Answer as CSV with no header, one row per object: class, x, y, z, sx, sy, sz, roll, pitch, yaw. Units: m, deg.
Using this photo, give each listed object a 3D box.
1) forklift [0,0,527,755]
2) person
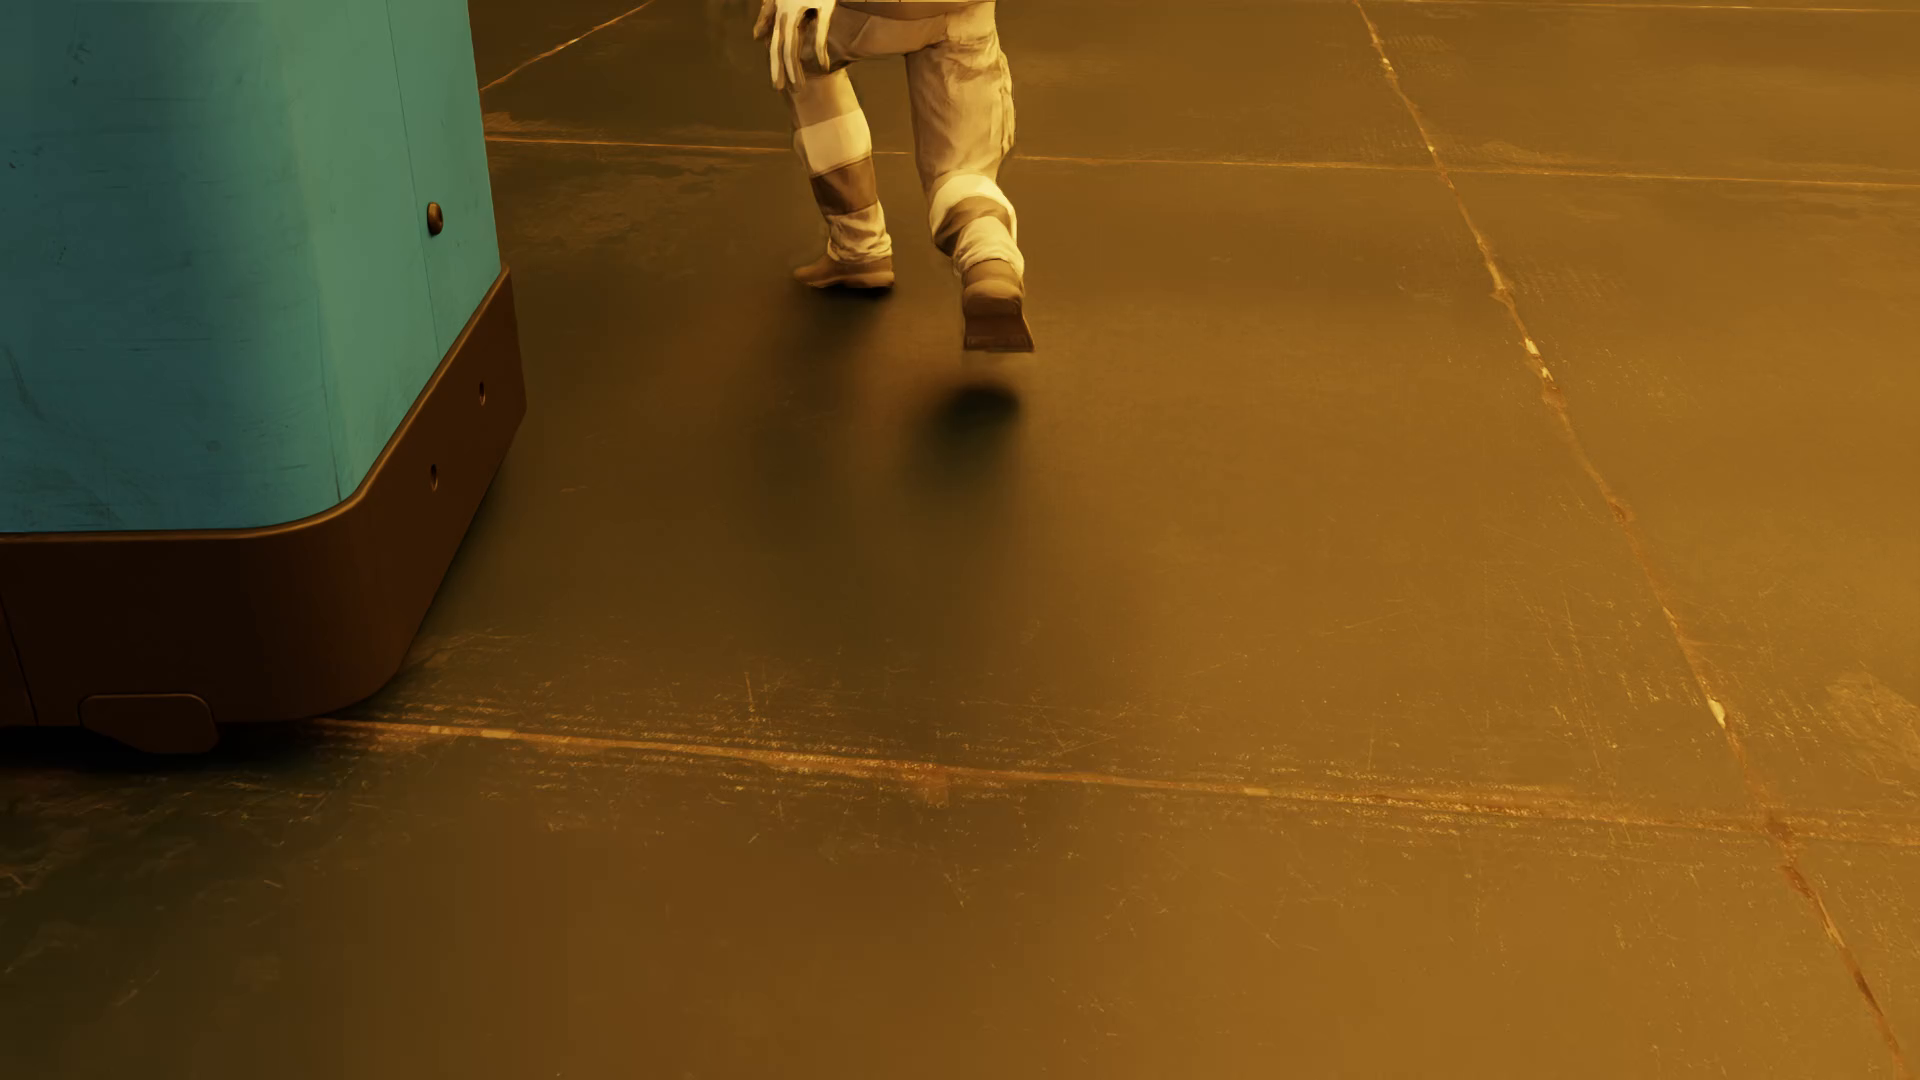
forklift,-2.216,-1.243,1.707,3.031,2.935,1.130,-1,27,-2
person,-0.200,-1.047,2.968,0.744,1.541,0.973,-19,32,-33
